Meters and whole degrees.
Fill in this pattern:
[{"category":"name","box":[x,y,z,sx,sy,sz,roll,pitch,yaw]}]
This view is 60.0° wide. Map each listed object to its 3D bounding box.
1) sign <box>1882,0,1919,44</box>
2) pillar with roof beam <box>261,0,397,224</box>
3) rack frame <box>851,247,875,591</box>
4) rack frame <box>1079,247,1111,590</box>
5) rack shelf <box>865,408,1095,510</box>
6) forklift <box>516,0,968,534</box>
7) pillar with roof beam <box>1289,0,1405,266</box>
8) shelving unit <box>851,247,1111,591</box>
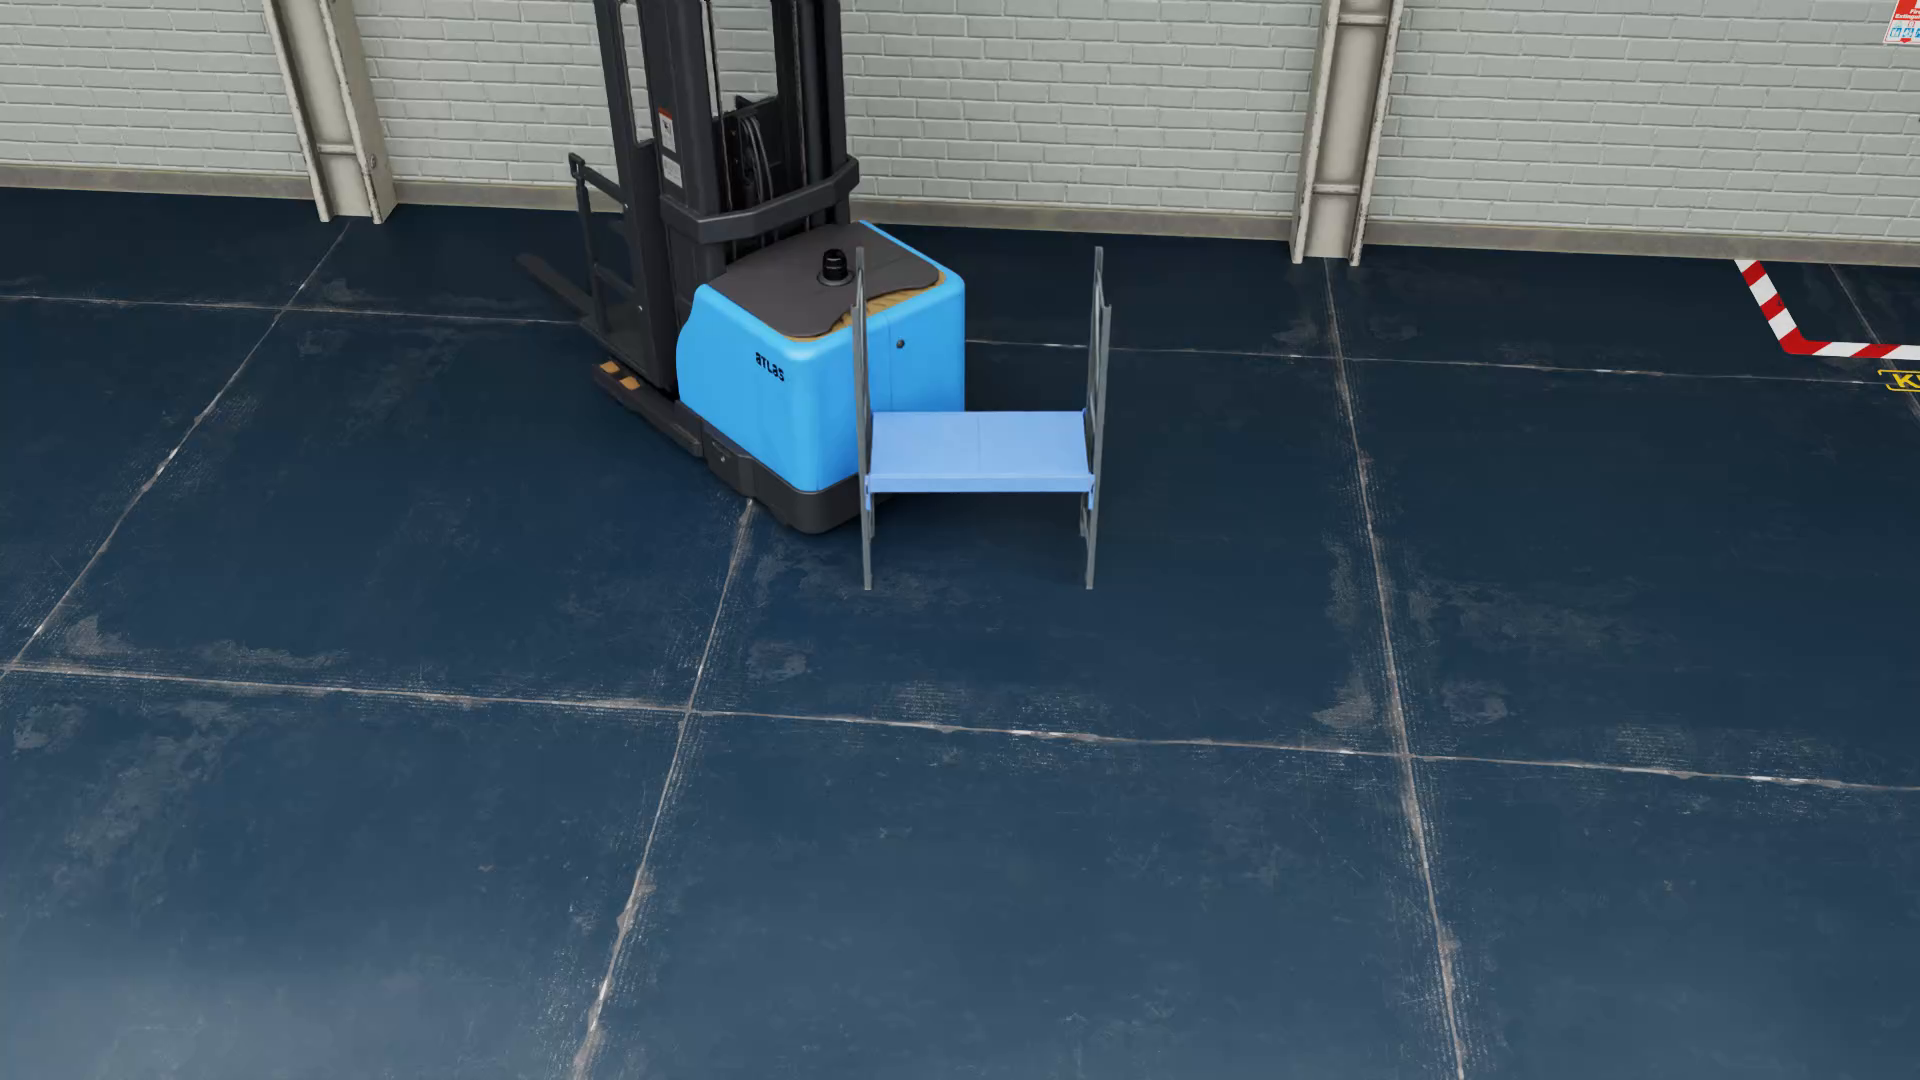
[{"category":"sign","box":[5.178,-2.849,9.016,0.234,0.329,0.001,3,39,4]},{"category":"pillar with roof beam","box":[-4.148,-2.854,4.299,0.400,9.000,9.100,3,39,4]},{"category":"rack frame","box":[-0.424,-0.506,7.354,0.032,1.500,0.500,0,39,0]},{"category":"rack frame","box":[0.593,-0.509,7.358,0.032,1.500,0.500,0,39,0]},{"category":"rack shelf","box":[0.085,-0.368,7.469,1.000,0.185,0.538,0,39,0]},{"category":"forklift","box":[-1.309,-2.018,8.078,1.130,2.935,3.031,-29,47,-31]},{"category":"pillar with roof beam","box":[1.830,-2.528,3.897,0.400,9.000,9.100,3,39,4]},{"category":"shelving unit","box":[0.085,-0.508,7.356,1.048,1.500,0.538,0,39,0]}]
